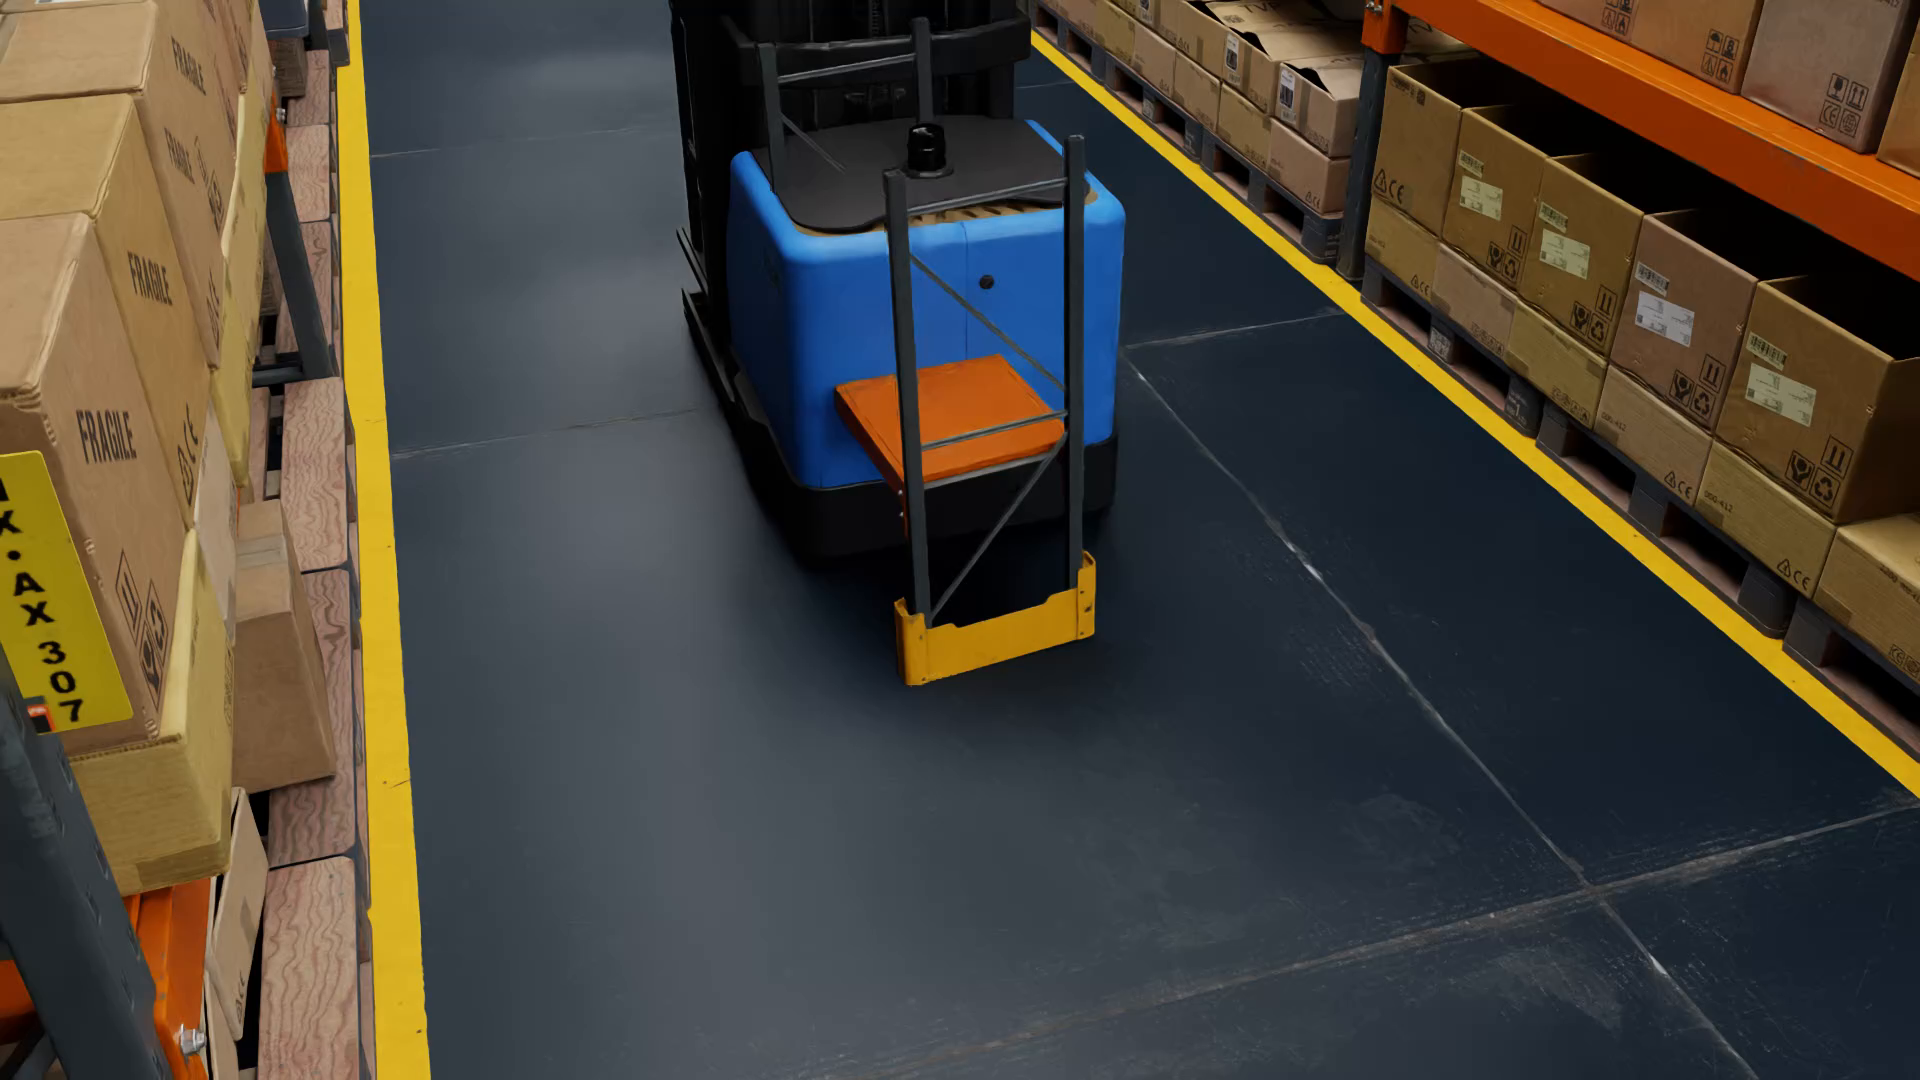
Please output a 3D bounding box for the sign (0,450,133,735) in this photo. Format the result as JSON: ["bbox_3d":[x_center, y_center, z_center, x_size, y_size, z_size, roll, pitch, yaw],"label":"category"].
[{"bbox_3d":[-0.920,0.059,1.654,0.100,0.325,0.005,-10,35,-15],"label":"sign"}]

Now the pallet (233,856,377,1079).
[{"bbox_3d":[-1.674,1.203,3.238,1.003,0.211,1.213,-10,35,-15],"label":"pallet"}]

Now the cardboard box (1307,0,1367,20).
[{"bbox_3d":[1.864,-2.479,7.886,0.500,0.311,0.500,-11,35,-16],"label":"cardboard box"}]

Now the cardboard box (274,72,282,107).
[{"bbox_3d":[-3.561,-2.170,7.681,0.700,0.500,0.500,-10,35,-15],"label":"cardboard box"}]

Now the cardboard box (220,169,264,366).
[{"bbox_3d":[-1.757,-0.548,3.476,0.500,0.250,0.500,-10,35,-14],"label":"cardboard box"}]

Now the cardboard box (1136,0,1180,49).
[{"bbox_3d":[1.199,-2.649,8.142,0.500,0.311,0.500,-10,35,-15],"label":"cardboard box"}]

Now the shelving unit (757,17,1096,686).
[{"bbox_3d":[-0.108,-0.550,4.702,0.587,1.500,1.083,-15,37,-17],"label":"shelving unit"}]

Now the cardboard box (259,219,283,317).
[{"bbox_3d":[-2.897,-1.112,6.081,0.700,0.500,0.500,-9,34,-13],"label":"cardboard box"}]

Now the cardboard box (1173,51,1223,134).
[{"bbox_3d":[1.348,-2.155,7.903,0.500,0.250,0.500,-9,35,-14],"label":"cardboard box"}]

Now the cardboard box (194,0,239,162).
[{"bbox_3d":[-1.917,-1.123,3.667,0.500,0.500,0.500,-11,35,-16],"label":"cardboard box"}]

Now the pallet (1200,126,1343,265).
[{"bbox_3d":[1.798,-1.640,7.540,1.003,0.211,1.213,-10,35,-15],"label":"pallet"}]

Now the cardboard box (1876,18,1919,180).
[{"bbox_3d":[2.839,-1.149,4.177,0.700,0.500,0.500,-10,35,-14],"label":"cardboard box"}]

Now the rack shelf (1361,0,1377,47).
[{"bbox_3d":[1.450,-3.173,7.984,1.077,0.370,4.000,-10,35,-15],"label":"rack shelf"}]

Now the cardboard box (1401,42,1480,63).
[{"bbox_3d":[2.171,-1.944,7.076,0.500,0.311,0.500,-10,35,-15],"label":"cardboard box"}]

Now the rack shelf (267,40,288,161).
[{"bbox_3d":[-3.267,-2.338,6.720,1.077,0.370,4.000,-10,35,-15],"label":"rack shelf"}]

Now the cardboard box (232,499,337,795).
[{"bbox_3d":[-1.912,0.300,3.943,0.700,0.500,0.500,-12,35,-18],"label":"cardboard box"}]

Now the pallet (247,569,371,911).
[{"bbox_3d":[-2.042,0.564,4.206,1.003,0.211,1.213,-10,35,-15],"label":"pallet"}]

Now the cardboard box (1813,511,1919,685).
[{"bbox_3d":[2.671,0.157,4.405,0.500,0.250,0.500,-10,35,-15],"label":"cardboard box"}]

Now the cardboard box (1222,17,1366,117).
[{"bbox_3d":[1.498,-2.122,7.345,0.500,0.311,0.500,-9,35,-13],"label":"cardboard box"}]

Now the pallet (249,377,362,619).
[{"bbox_3d":[-2.418,-0.078,5.177,1.003,0.211,1.213,-10,35,-15],"label":"pallet"}]

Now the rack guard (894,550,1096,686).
[{"bbox_3d":[0.104,0.220,4.677,0.587,0.250,0.087,-15,37,-17],"label":"rack guard"}]

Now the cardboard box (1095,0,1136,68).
[{"bbox_3d":[1.038,-2.691,8.715,0.500,0.250,0.500,-11,35,-16],"label":"cardboard box"}]

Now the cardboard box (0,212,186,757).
[{"bbox_3d":[-1.296,-0.048,2.039,0.500,0.500,0.500,-10,35,-15],"label":"cardboard box"}]

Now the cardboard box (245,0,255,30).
[{"bbox_3d":[-2.218,-1.651,4.465,0.500,0.500,0.500,-10,35,-15],"label":"cardboard box"}]

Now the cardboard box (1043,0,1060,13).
[{"bbox_3d":[0.720,-3.227,9.526,0.500,0.250,0.500,-10,35,-15],"label":"cardboard box"}]

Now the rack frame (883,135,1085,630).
[{"bbox_3d":[0.088,-0.282,4.305,0.500,1.500,0.032,-15,37,-17],"label":"rack frame"}]

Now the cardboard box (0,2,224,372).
[{"bbox_3d":[-1.589,-0.581,2.847,0.500,0.500,0.500,-11,35,-16],"label":"cardboard box"}]

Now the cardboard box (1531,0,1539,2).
[{"bbox_3d":[2.201,-2.233,5.818,0.700,0.500,0.500,-11,35,-16],"label":"cardboard box"}]

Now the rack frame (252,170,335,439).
[{"bbox_3d":[-2.657,-1.588,4.933,1.000,3.000,0.127,-10,35,-15],"label":"rack frame"}]

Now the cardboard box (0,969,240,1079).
[{"bbox_3d":[-1.562,1.072,2.947,0.500,0.311,0.500,-14,36,-20],"label":"cardboard box"}]

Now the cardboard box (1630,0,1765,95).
[{"bbox_3d":[2.517,-1.693,5.001,0.700,0.500,0.500,-10,35,-14],"label":"cardboard box"}]

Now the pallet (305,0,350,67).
[{"bbox_3d":[-4.046,-2.952,9.525,1.003,0.211,1.213,-10,35,-15],"label":"pallet"}]

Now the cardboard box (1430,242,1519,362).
[{"bbox_3d":[2.060,-0.893,5.994,0.500,0.250,0.500,-10,35,-15],"label":"cardboard box"}]

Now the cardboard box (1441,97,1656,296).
[{"bbox_3d":[2.063,-1.207,5.788,0.500,0.500,0.500,-10,35,-15],"label":"cardboard box"}]

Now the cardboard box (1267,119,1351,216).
[{"bbox_3d":[1.657,-1.620,7.094,0.500,0.250,0.500,-10,35,-15],"label":"cardboard box"}]

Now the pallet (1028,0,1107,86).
[{"bbox_3d":[1.054,-2.921,9.479,1.003,0.211,1.213,-10,35,-15],"label":"pallet"}]

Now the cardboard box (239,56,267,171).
[{"bbox_3d":[-2.080,-1.073,4.271,0.500,0.250,0.500,-10,35,-15],"label":"cardboard box"}]

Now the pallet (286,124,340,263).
[{"bbox_3d":[-3.271,-1.475,7.291,1.003,0.211,1.213,-10,35,-15],"label":"pallet"}]

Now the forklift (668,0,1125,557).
[{"bbox_3d":[-0.439,-1.978,5.585,1.130,2.935,3.031,-10,35,-15],"label":"forklift"}]

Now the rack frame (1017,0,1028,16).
[{"bbox_3d":[0.840,-4.523,9.374,1.000,3.000,0.127,-10,35,-15],"label":"rack frame"}]

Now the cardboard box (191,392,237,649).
[{"bbox_3d":[-1.455,-0.014,2.668,0.500,0.250,0.500,-11,35,-16],"label":"cardboard box"}]

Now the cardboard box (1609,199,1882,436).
[{"bbox_3d":[2.363,-0.681,4.992,0.500,0.500,0.500,-10,35,-15],"label":"cardboard box"}]

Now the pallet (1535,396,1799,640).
[{"bbox_3d":[2.638,-0.194,5.351,1.003,0.211,1.213,-10,35,-15],"label":"pallet"}]

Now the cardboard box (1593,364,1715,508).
[{"bbox_3d":[2.366,-0.368,5.200,0.500,0.250,0.500,-10,35,-15],"label":"cardboard box"}]
